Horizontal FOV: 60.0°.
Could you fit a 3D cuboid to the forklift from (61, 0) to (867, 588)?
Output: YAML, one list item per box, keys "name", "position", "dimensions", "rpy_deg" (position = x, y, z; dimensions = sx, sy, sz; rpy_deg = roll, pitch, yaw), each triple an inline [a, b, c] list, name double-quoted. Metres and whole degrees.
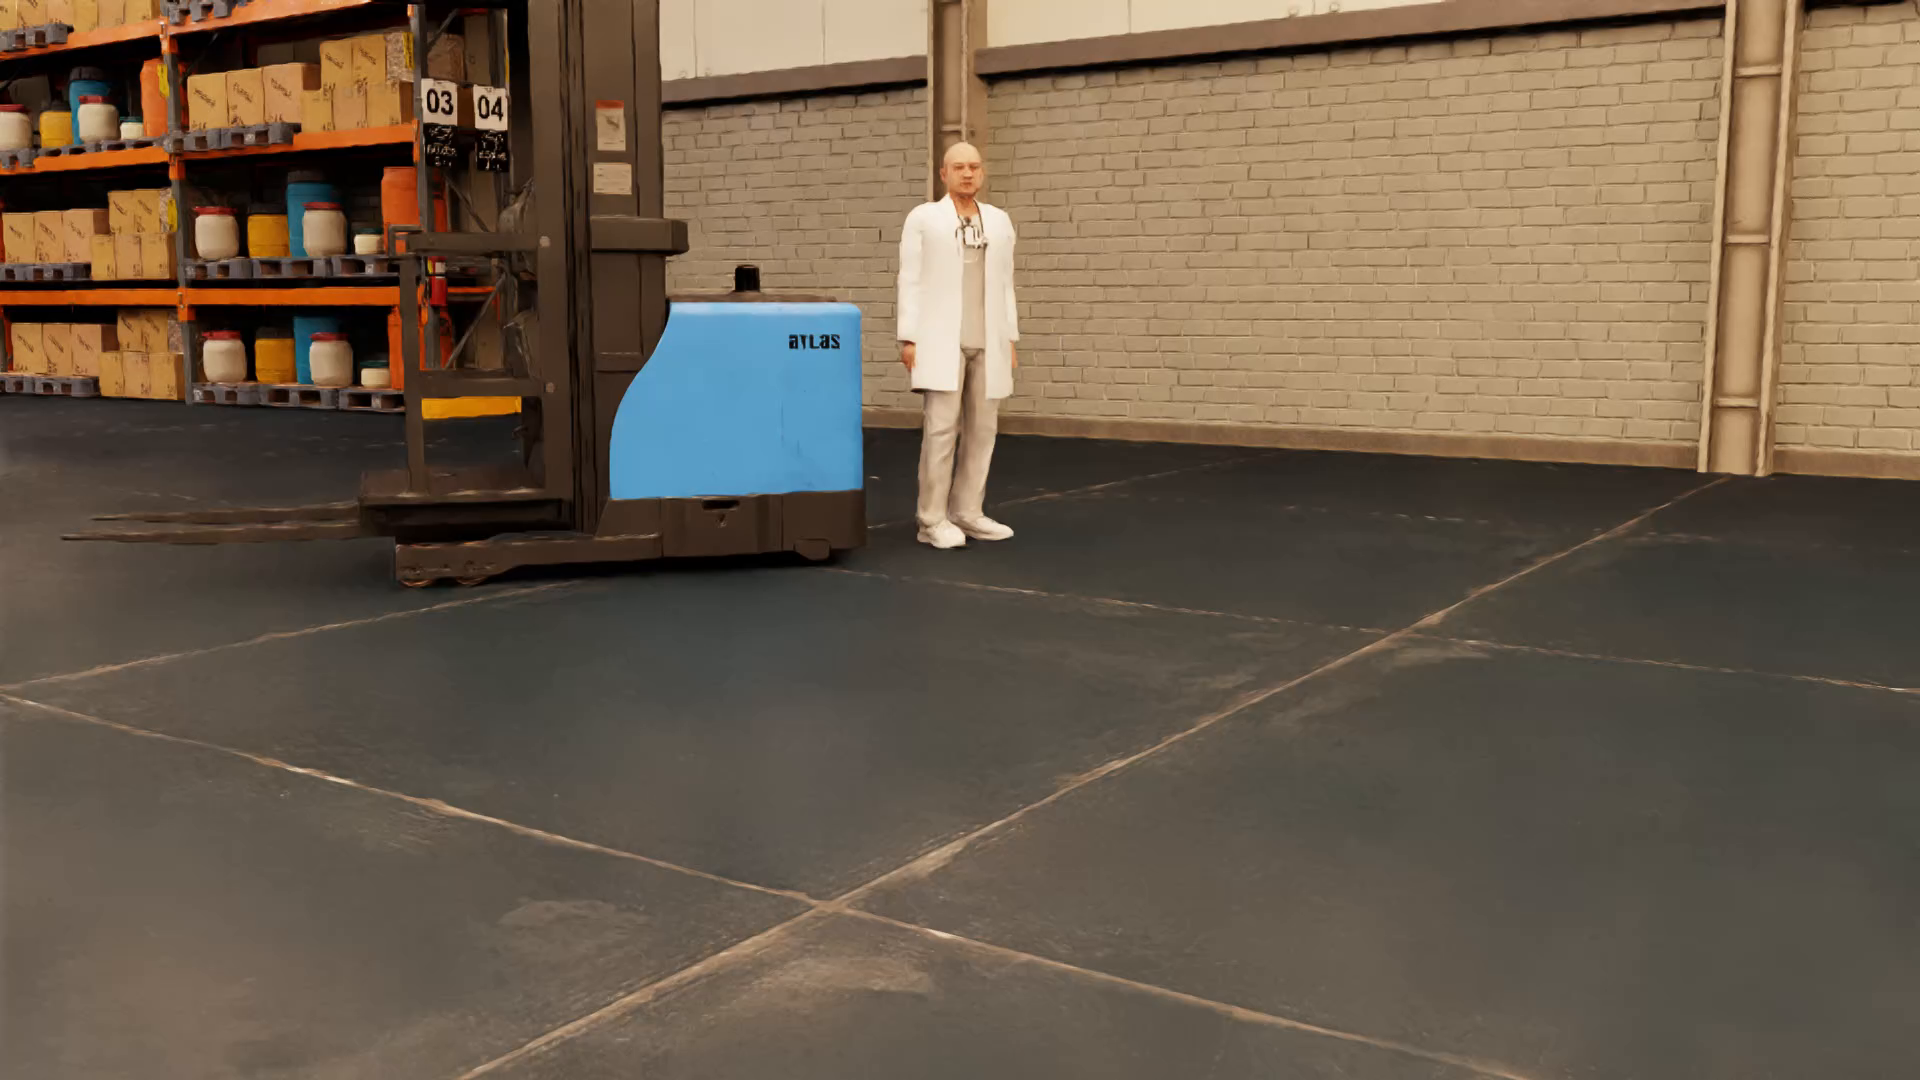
- name: "forklift"
  position: [-1.965, -1.352, 6.702]
  dimensions: [3.031, 2.935, 1.130]
  rpy_deg: [-3, 9, -19]

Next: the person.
- name: "person"
  position: [0.021, -0.870, 7.422]
  dimensions: [0.585, 1.778, 0.486]
  rpy_deg: [-3, 9, -19]
